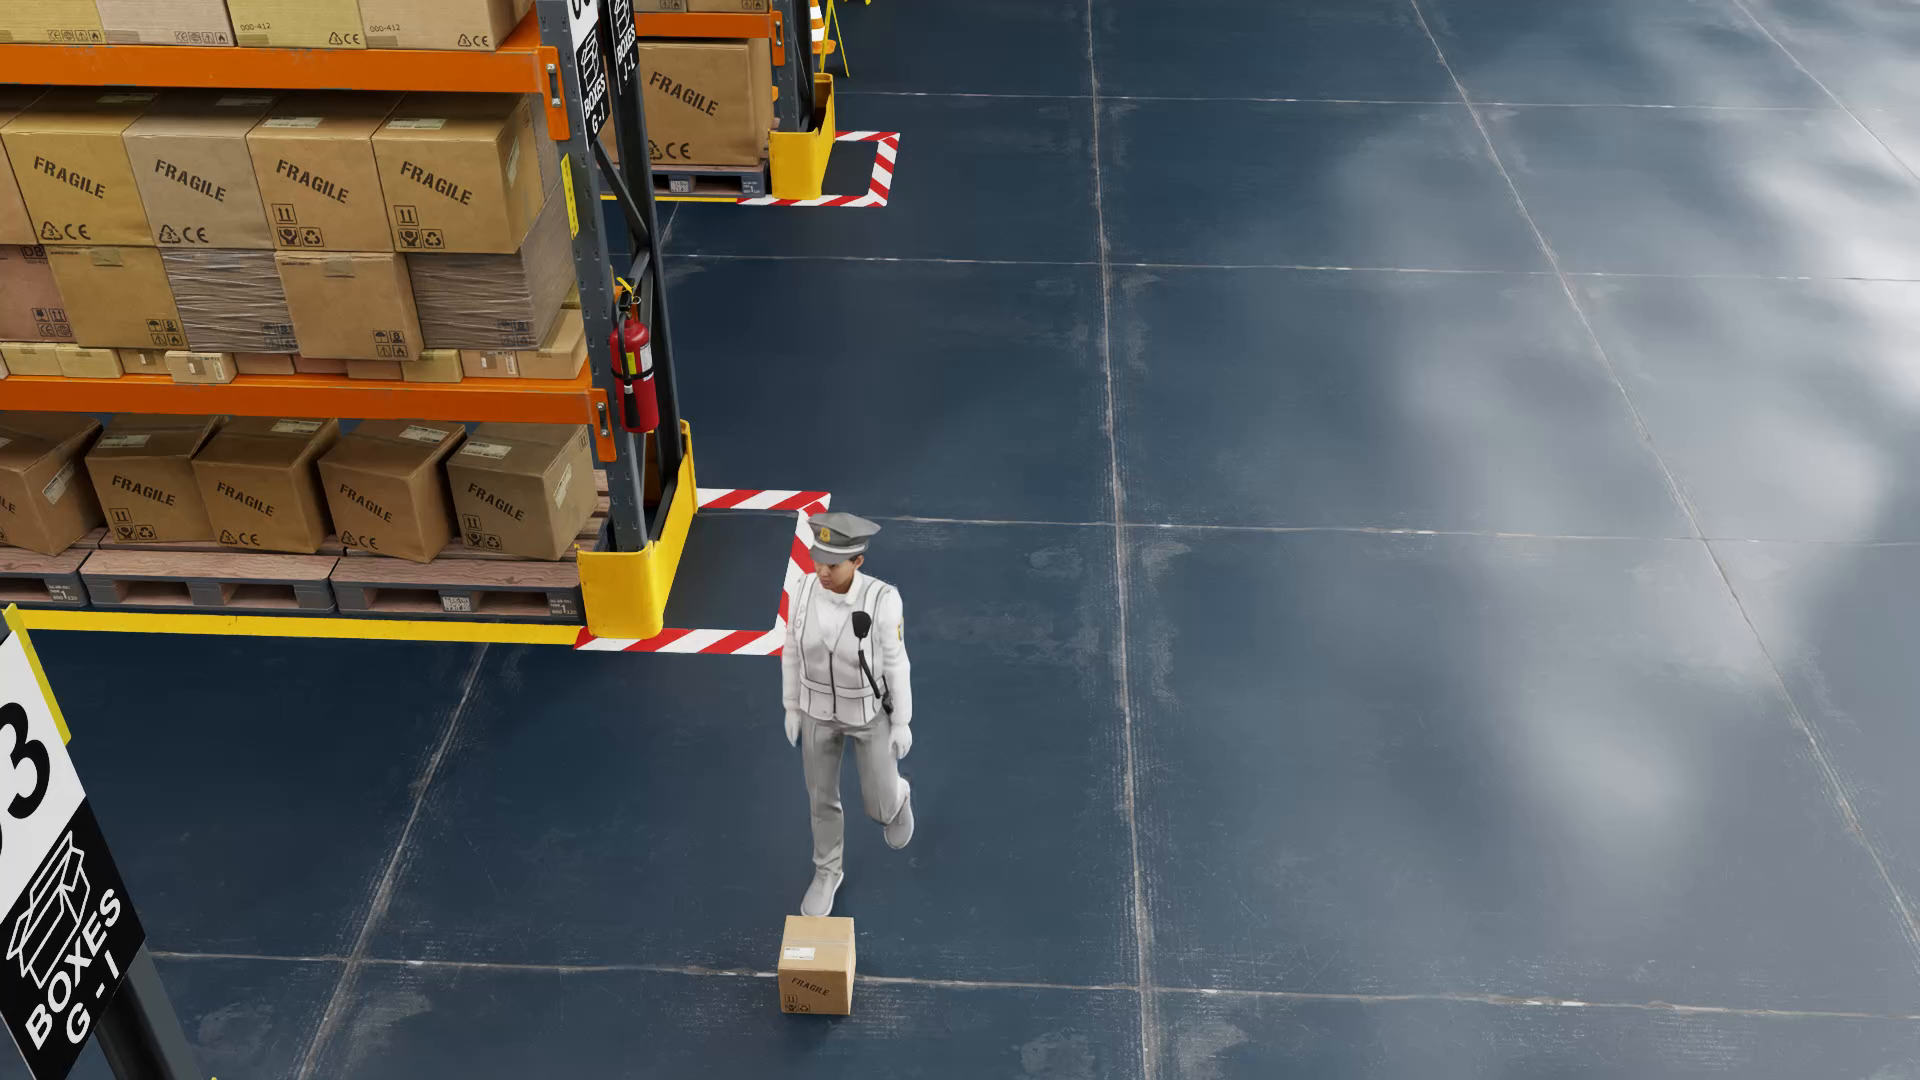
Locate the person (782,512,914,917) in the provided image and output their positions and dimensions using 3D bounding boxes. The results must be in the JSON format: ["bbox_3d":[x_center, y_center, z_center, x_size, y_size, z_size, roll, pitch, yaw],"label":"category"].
[{"bbox_3d":[-0.431,0.645,6.161,0.511,1.683,0.606,9,37,12],"label":"person"}]
